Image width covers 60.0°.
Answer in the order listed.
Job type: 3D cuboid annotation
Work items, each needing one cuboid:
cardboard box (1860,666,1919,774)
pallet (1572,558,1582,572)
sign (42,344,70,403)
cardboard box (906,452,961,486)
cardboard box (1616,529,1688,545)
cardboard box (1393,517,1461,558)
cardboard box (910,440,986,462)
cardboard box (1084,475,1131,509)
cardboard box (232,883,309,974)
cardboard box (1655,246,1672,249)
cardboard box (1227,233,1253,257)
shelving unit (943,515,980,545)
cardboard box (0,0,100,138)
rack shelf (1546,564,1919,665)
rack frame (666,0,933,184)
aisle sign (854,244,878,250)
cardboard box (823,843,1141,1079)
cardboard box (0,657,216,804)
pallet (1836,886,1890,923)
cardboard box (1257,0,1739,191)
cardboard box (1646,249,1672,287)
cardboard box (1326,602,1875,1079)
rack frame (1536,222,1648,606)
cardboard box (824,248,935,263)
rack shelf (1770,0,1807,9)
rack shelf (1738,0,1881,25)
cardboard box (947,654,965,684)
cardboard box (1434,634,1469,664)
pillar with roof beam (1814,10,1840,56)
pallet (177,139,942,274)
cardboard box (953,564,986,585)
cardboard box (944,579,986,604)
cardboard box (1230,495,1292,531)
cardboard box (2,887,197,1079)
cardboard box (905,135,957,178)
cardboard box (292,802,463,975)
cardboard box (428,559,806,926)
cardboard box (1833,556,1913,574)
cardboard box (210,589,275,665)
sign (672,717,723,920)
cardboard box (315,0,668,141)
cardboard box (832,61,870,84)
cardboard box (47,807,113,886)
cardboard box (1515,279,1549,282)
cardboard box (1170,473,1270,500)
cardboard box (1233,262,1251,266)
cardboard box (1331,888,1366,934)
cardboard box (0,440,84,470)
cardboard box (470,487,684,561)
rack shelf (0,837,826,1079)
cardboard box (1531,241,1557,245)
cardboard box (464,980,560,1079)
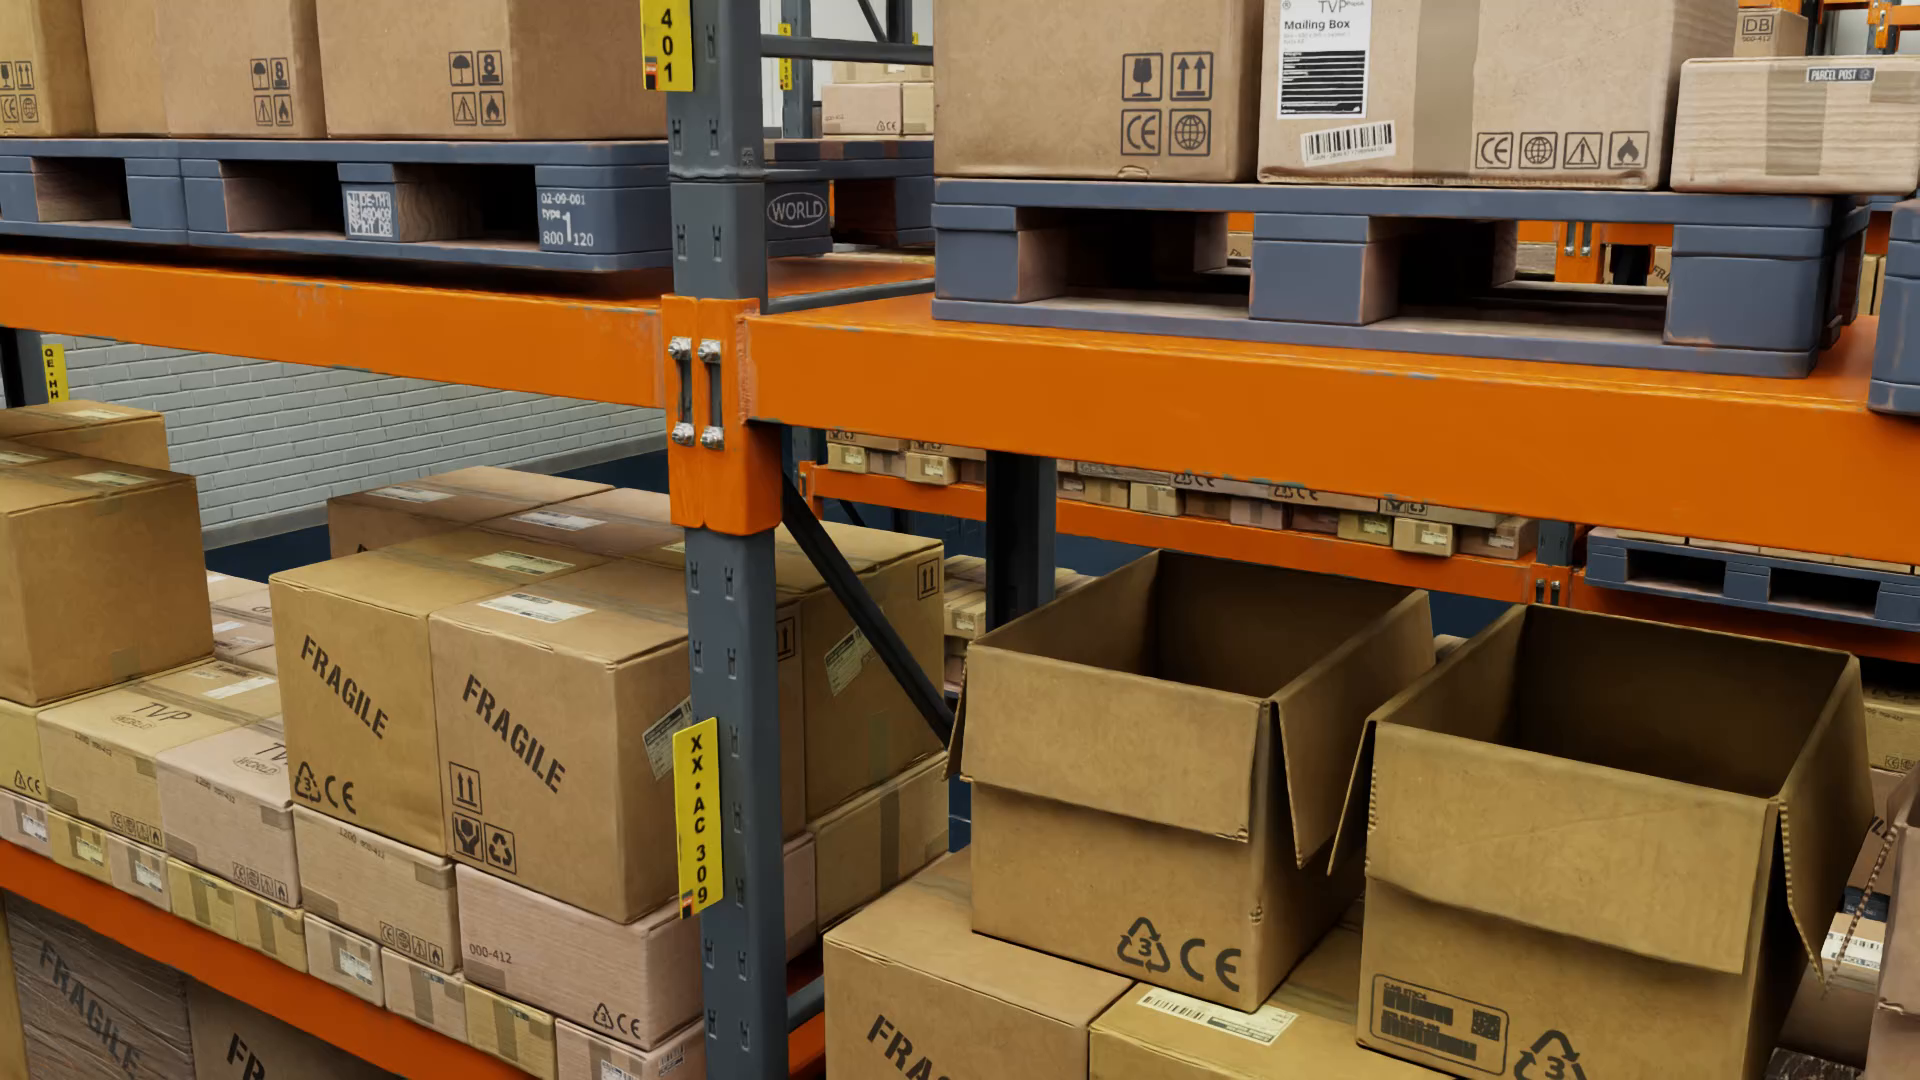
[{"bbox_3d":[3.637,0.702,6.514,0.500,0.250,0.500,10,17,34],"label":"cardboard box"},{"bbox_3d":[4.819,0.069,12.106,1.213,0.211,1.003,9,17,33],"label":"pallet"},{"bbox_3d":[-3.129,-0.511,5.743,0.005,0.325,0.100,9,17,33],"label":"sign"},{"bbox_3d":[-0.078,-0.400,8.718,0.250,0.149,0.380,9,16,31],"label":"cardboard box"},{"bbox_3d":[2.798,-0.104,6.650,0.250,0.149,0.380,8,16,30],"label":"cardboard box"},{"bbox_3d":[2.086,-0.049,7.302,0.250,0.149,0.380,9,16,31],"label":"cardboard box"},{"bbox_3d":[0.085,-0.714,8.638,0.500,0.500,0.500,9,17,33],"label":"cardboard box"},{"bbox_3d":[0.817,-0.273,8.208,0.250,0.149,0.380,10,17,35],"label":"cardboard box"},{"bbox_3d":[-1.414,0.817,3.802,0.250,0.149,0.380,10,17,34],"label":"cardboard box"},{"bbox_3d":[4.815,-2.051,11.226,0.250,0.149,0.380,10,17,34],"label":"cardboard box"},{"bbox_3d":[2.327,-2.116,12.841,0.500,0.500,0.500,9,16,32],"label":"cardboard box"},{"bbox_3d":[0.012,-0.580,12.671,0.189,1.200,0.258,9,17,33],"label":"shelving unit"},{"bbox_3d":[-2.126,-1.266,4.164,0.500,0.500,0.700,8,16,29],"label":"cardboard box"},{"bbox_3d":[4.387,0.451,6.257,4.000,0.370,1.077,9,17,33],"label":"rack shelf"},{"bbox_3d":[-0.124,-2.103,2.593,0.127,3.000,1.000,9,17,33],"label":"rack frame"},{"bbox_3d":[-0.484,-2.035,9.390,0.004,0.787,0.394,9,17,33],"label":"aisle sign"},{"bbox_3d":[0.118,0.872,2.851,0.500,0.500,0.500,9,17,33],"label":"cardboard box"},{"bbox_3d":[-2.346,0.455,4.434,0.500,0.250,0.500,9,16,31],"label":"cardboard box"},{"bbox_3d":[3.375,1.291,7.168,1.213,0.211,1.003,9,17,33],"label":"pallet"},{"bbox_3d":[0.736,-0.643,2.247,0.500,0.311,0.500,9,16,31],"label":"cardboard box"},{"bbox_3d":[4.861,-1.709,11.197,0.500,0.500,0.500,9,17,32],"label":"cardboard box"},{"bbox_3d":[0.973,0.452,2.461,0.637,0.503,0.797,9,17,33],"label":"cardboard box"},{"bbox_3d":[2.728,-0.167,7.254,0.127,3.000,1.000,9,17,33],"label":"rack frame"},{"bbox_3d":[-0.367,-1.268,8.796,0.500,0.500,0.500,9,17,32],"label":"cardboard box"},{"bbox_3d":[3.747,-3.804,11.793,4.000,0.370,1.077,9,17,33],"label":"rack shelf"},{"bbox_3d":[6.514,-4.987,15.745,4.000,0.370,1.077,9,17,33],"label":"rack shelf"},{"bbox_3d":[0.138,0.662,8.966,0.250,0.149,0.380,9,17,33],"label":"cardboard box"},{"bbox_3d":[2.362,0.588,8.025,0.250,0.149,0.380,10,17,36],"label":"cardboard box"},{"bbox_3d":[5.696,-4.484,12.211,0.400,9.000,9.100,9,17,33],"label":"pillar with roof beam"},{"bbox_3d":[-0.797,-0.716,3.416,1.213,0.211,1.003,9,17,33],"label":"pallet"},{"bbox_3d":[0.166,0.254,9.376,0.250,0.149,0.380,10,17,34],"label":"cardboard box"},{"bbox_3d":[-0.050,0.339,9.032,0.250,0.149,0.380,10,17,34],"label":"cardboard box"},{"bbox_3d":[1.455,-0.167,7.778,0.250,0.149,0.380,8,16,30],"label":"cardboard box"},{"bbox_3d":[-2.113,1.292,4.910,0.875,0.875,0.875,9,17,33],"label":"cardboard box"},{"bbox_3d":[0.073,-1.904,8.341,0.500,0.250,0.500,10,17,35],"label":"cardboard box"},{"bbox_3d":[-1.068,0.661,3.602,0.500,0.250,0.500,10,17,34],"label":"cardboard box"},{"bbox_3d":[-0.655,0.365,3.239,0.500,0.500,0.500,10,17,34],"label":"cardboard box"},{"bbox_3d":[3.444,0.000,6.229,0.250,0.149,0.380,9,17,33],"label":"cardboard box"},{"bbox_3d":[-2.050,0.349,4.863,0.500,0.250,0.500,9,16,31],"label":"cardboard box"},{"bbox_3d":[-0.433,0.461,2.752,0.005,0.325,0.100,9,17,33],"label":"sign"},{"bbox_3d":[-0.807,-1.041,3.254,0.500,0.500,0.700,8,16,30],"label":"cardboard box"},{"bbox_3d":[-0.450,-2.434,8.612,0.250,0.149,0.380,9,17,32],"label":"cardboard box"},{"bbox_3d":[-2.056,0.714,4.220,0.250,0.149,0.380,9,16,31],"label":"cardboard box"},{"bbox_3d":[2.187,-0.854,7.123,0.500,0.500,0.500,9,16,31],"label":"cardboard box"},{"bbox_3d":[1.327,-0.505,7.793,0.500,0.500,0.500,9,17,33],"label":"cardboard box"},{"bbox_3d":[1.650,-1.094,8.093,0.500,0.500,0.500,10,17,34],"label":"cardboard box"},{"bbox_3d":[0.823,0.836,2.995,0.500,0.500,0.500,10,17,35],"label":"cardboard box"},{"bbox_3d":[-2.781,0.022,4.624,0.500,0.500,0.500,9,16,31],"label":"cardboard box"},{"bbox_3d":[-0.783,0.190,3.944,0.500,0.500,0.500,9,17,33],"label":"cardboard box"},{"bbox_3d":[-1.784,0.890,4.484,4.000,0.370,1.077,9,17,33],"label":"rack shelf"},{"bbox_3d":[4.166,-2.143,11.599,0.250,0.149,0.380,9,17,32],"label":"cardboard box"},{"bbox_3d":[-0.774,0.921,3.385,0.250,0.149,0.380,10,17,34],"label":"cardboard box"}]
